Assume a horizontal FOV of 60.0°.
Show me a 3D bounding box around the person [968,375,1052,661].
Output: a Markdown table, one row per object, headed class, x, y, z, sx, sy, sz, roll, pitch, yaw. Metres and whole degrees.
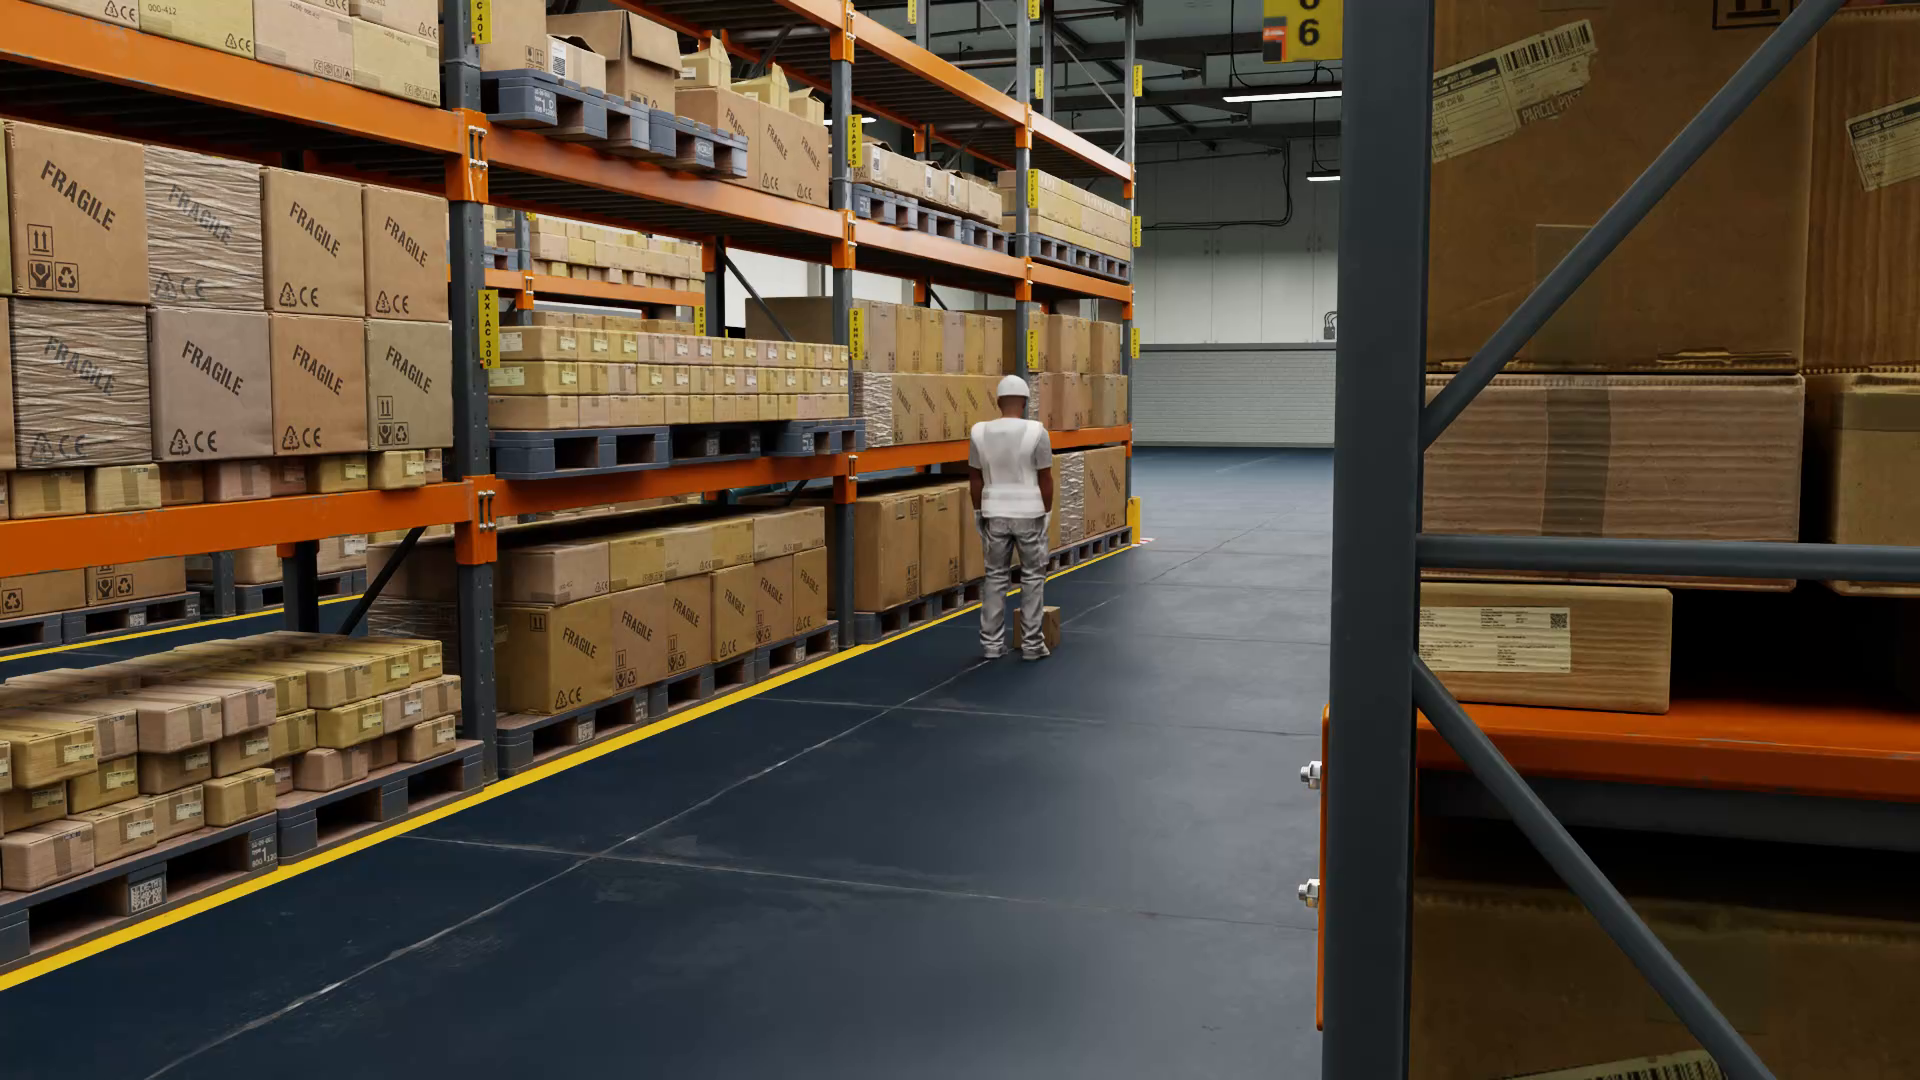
| class | x | y | z | sx | sy | sz | roll | pitch | yaw |
| --- | --- | --- | --- | --- | --- | --- | --- | --- | --- |
| person | 0.327 | -0.141 | 10.443 | 0.546 | 1.776 | 0.363 | 2 | 5 | 20 |
